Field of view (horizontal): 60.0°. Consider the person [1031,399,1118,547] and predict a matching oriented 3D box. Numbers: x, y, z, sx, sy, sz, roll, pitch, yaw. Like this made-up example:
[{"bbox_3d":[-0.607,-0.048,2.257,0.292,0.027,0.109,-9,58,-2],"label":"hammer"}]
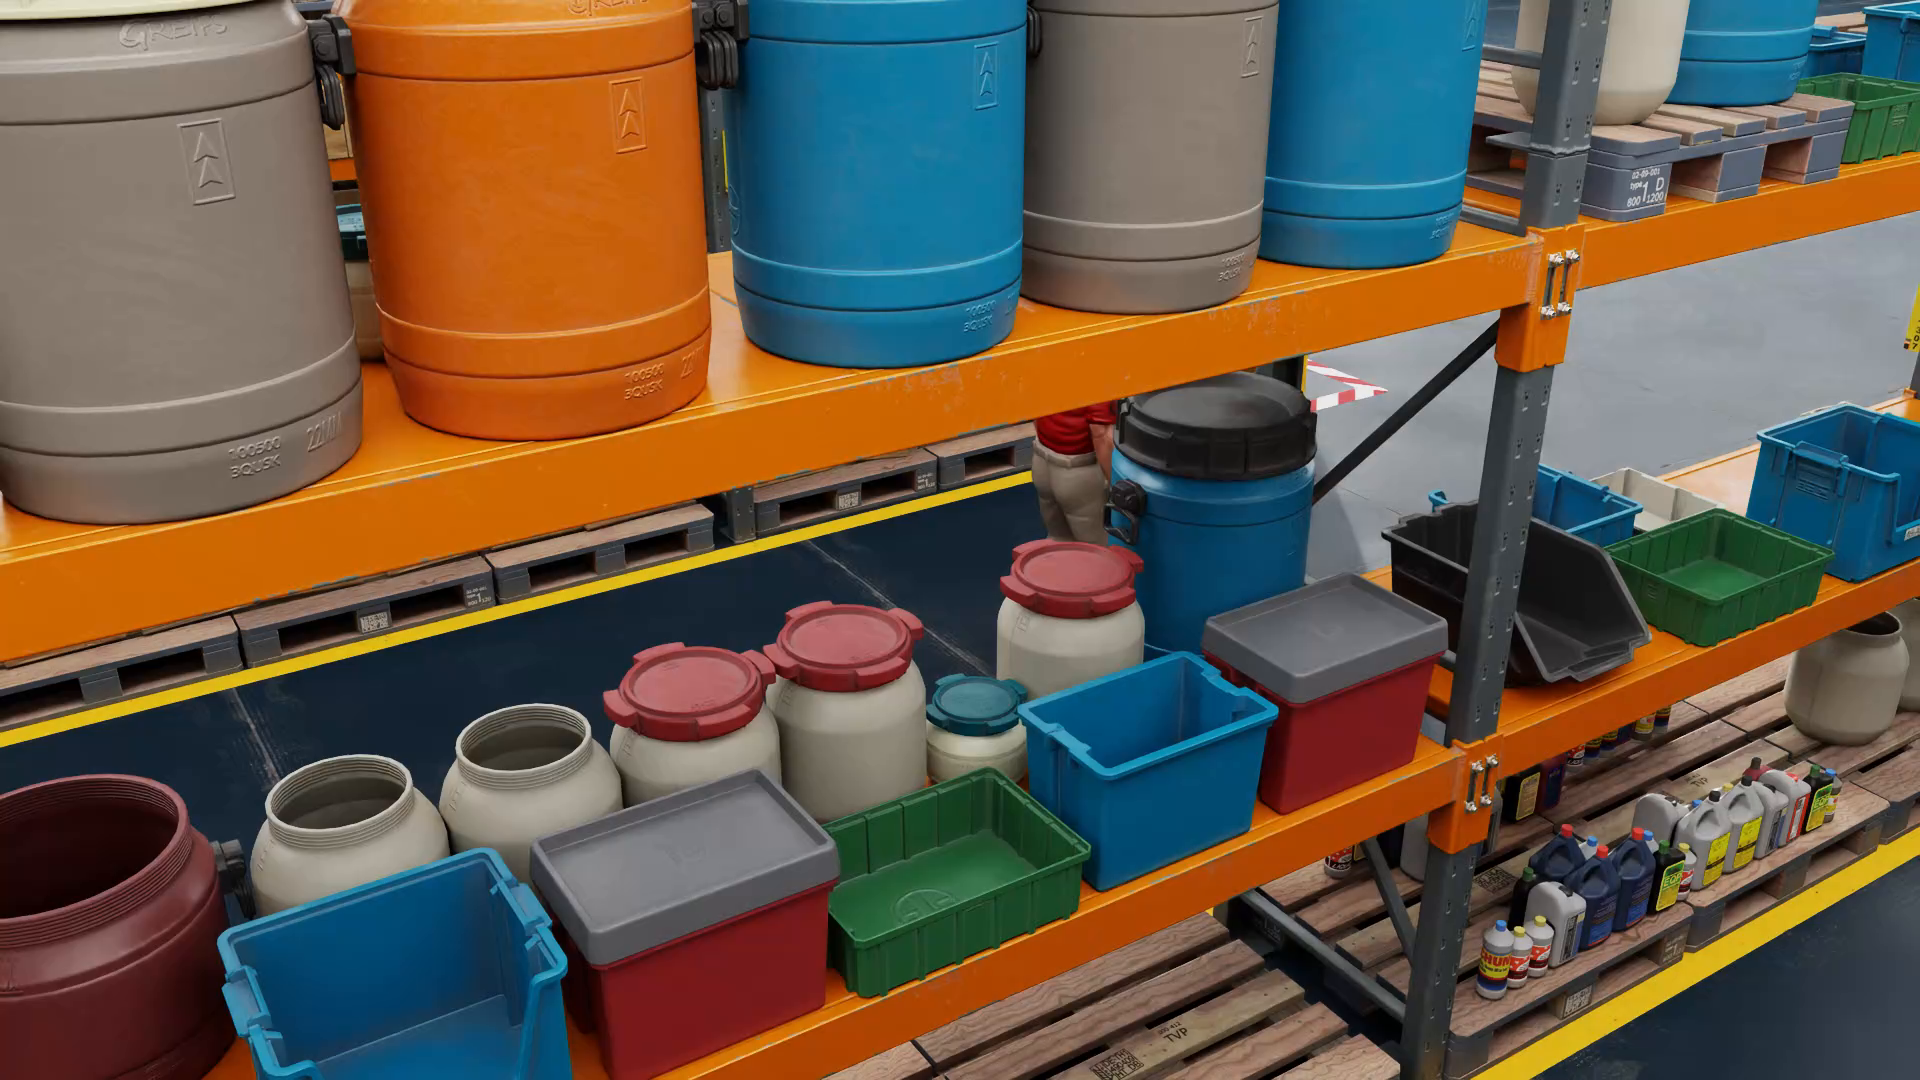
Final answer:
[{"bbox_3d":[0.565,-0.317,7.805,0.387,1.726,0.585,-15,29,-30],"label":"person"}]
